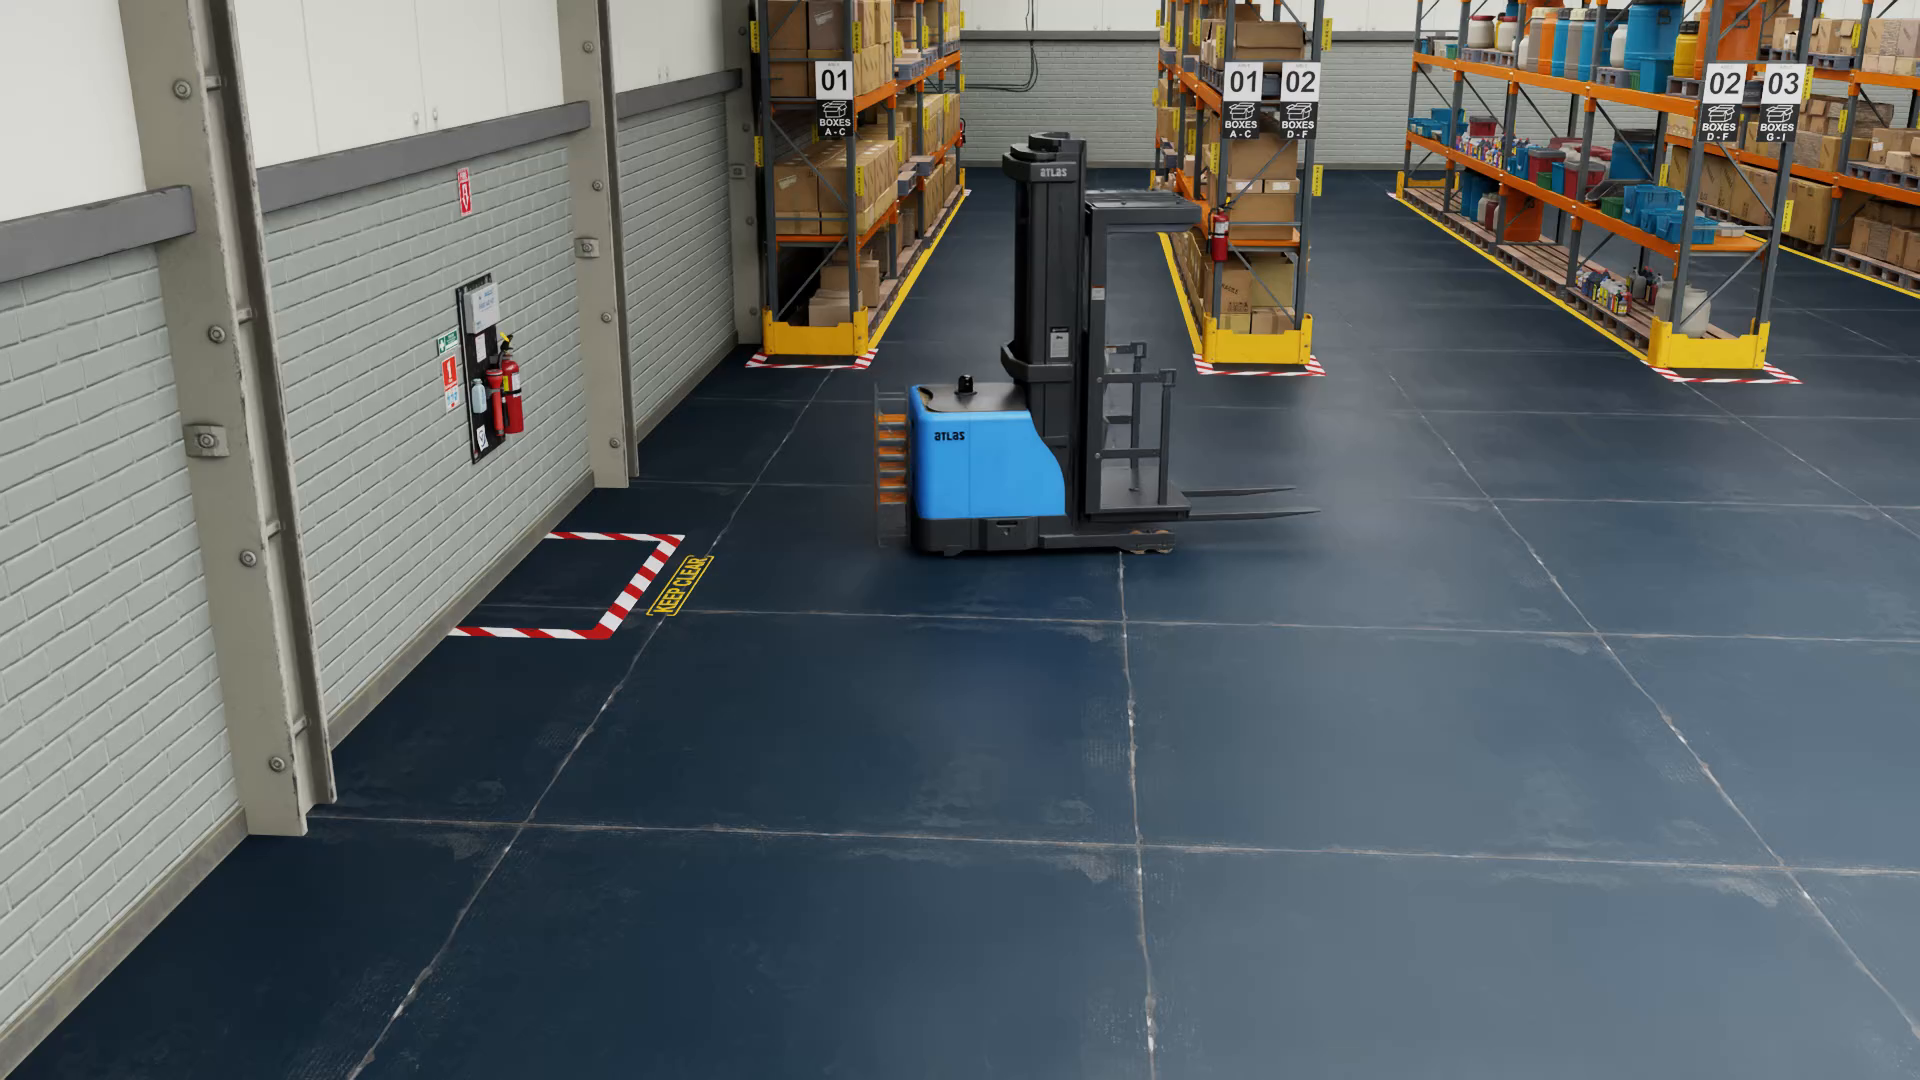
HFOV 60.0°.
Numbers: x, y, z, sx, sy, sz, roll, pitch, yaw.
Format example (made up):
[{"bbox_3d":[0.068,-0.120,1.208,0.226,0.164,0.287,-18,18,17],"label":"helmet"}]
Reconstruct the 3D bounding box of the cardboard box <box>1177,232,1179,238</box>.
[{"bbox_3d":[3.469,-4.604,24.498,0.500,0.311,0.500,1,18,2],"label":"cardboard box"}]

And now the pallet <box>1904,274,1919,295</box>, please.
[{"bbox_3d":[13.516,-3.375,22.384,1.003,0.211,1.213,1,18,4],"label":"pallet"}]

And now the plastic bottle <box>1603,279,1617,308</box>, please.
[{"bbox_3d":[7.992,-3.029,20.398,0.144,0.351,0.185,2,18,6],"label":"plastic bottle"}]

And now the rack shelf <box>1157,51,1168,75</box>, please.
[{"bbox_3d":[4.298,-8.870,31.013,1.077,0.370,4.000,1,18,4],"label":"rack shelf"}]

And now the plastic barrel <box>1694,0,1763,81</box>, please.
[{"bbox_3d":[8.142,-5.309,17.627,0.600,0.830,0.708,1,18,4],"label":"plastic barrel"}]

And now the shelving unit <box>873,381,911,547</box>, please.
[{"bbox_3d":[-0.496,-0.550,12.172,0.258,1.200,0.189,-2,18,-6],"label":"shelving unit"}]

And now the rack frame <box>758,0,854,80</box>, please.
[{"bbox_3d":[-1.647,-6.398,17.498,1.000,3.000,0.127,1,18,4],"label":"rack frame"}]

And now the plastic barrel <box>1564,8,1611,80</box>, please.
[{"bbox_3d":[8.388,-6.598,22.120,0.600,0.901,0.600,0,18,0],"label":"plastic barrel"}]

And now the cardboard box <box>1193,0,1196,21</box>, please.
[{"bbox_3d":[3.978,-8.323,26.423,0.500,0.500,0.500,1,18,4],"label":"cardboard box"}]

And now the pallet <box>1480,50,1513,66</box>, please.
[{"bbox_3d":[9.057,-7.791,26.869,1.003,0.211,1.213,1,18,4],"label":"pallet"}]

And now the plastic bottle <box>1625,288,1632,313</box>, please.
[{"bbox_3d":[8.080,-2.900,20.113,0.061,0.283,0.133,1,18,4],"label":"plastic bottle"}]

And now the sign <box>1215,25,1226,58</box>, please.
[{"bbox_3d":[2.754,-5.263,17.556,0.100,0.325,0.005,1,18,4],"label":"sign"}]

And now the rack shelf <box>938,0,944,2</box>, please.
[{"bbox_3d":[-0.930,-8.972,27.151,1.077,0.370,4.000,1,18,4],"label":"rack shelf"}]

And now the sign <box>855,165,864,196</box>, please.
[{"bbox_3d":[-1.106,-3.947,18.261,0.100,0.325,0.005,1,18,4],"label":"sign"}]

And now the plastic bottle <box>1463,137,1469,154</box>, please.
[{"bbox_3d":[8.619,-6.708,28.284,0.097,0.271,0.097,0,18,0],"label":"plastic bottle"}]

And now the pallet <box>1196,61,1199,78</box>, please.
[{"bbox_3d":[3.631,-6.289,22.289,0.805,0.209,1.217,1,18,2],"label":"pallet"}]

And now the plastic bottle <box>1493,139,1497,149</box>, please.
[{"bbox_3d":[9.263,-6.826,28.758,0.097,0.201,0.097,0,18,0],"label":"plastic bottle"}]

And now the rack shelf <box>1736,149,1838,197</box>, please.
[{"bbox_3d":[13.891,-5.980,27.010,1.077,0.370,4.000,1,18,4],"label":"rack shelf"}]

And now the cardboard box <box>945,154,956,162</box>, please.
[{"bbox_3d":[-0.278,-7.573,33.016,0.380,0.149,0.250,1,18,3],"label":"cardboard box"}]

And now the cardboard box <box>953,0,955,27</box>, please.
[{"bbox_3d":[-0.356,-9.924,31.275,0.500,0.500,0.500,0,18,1],"label":"cardboard box"}]

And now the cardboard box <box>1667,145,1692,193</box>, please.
[{"bbox_3d":[14.355,-7.174,32.239,0.875,0.875,0.875,1,18,4],"label":"cardboard box"}]

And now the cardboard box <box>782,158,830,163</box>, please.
[{"bbox_3d":[-1.780,-4.149,19.273,0.500,0.500,0.500,2,18,5],"label":"cardboard box"}]

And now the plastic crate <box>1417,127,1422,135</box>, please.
[{"bbox_3d":[8.881,-7.821,31.802,0.250,0.136,0.298,1,18,4],"label":"plastic crate"}]

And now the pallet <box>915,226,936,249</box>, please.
[{"bbox_3d":[-0.942,-4.950,27.191,1.003,0.211,1.213,1,18,4],"label":"pallet"}]

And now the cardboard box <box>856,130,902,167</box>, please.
[{"bbox_3d":[-1.227,-5.582,23.775,0.700,0.500,0.500,4,19,11],"label":"cardboard box"}]

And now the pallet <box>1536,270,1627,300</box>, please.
[{"bbox_3d":[8.539,-3.488,22.730,1.003,0.211,1.213,1,18,4],"label":"pallet"}]

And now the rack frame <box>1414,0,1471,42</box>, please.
[{"bbox_3d":[9.381,-11.146,31.989,1.000,3.000,0.127,1,18,4],"label":"rack frame"}]

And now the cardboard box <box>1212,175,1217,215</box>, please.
[{"bbox_3d":[3.484,-4.270,20.477,0.700,0.500,0.500,2,18,5],"label":"cardboard box"}]

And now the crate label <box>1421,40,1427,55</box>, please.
[{"bbox_3d":[8.993,-9.371,31.626,0.408,0.251,0.502,1,18,4],"label":"crate label"}]

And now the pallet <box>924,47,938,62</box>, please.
[{"bbox_3d":[-0.804,-8.323,28.497,0.805,0.209,1.217,1,18,2],"label":"pallet"}]

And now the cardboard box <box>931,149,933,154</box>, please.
[{"bbox_3d":[-0.664,-6.660,28.301,0.380,0.149,0.250,1,18,2],"label":"cardboard box"}]

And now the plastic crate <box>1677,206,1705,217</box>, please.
[{"bbox_3d":[8.657,-3.933,20.033,0.530,0.136,0.437,1,18,4],"label":"plastic crate"}]

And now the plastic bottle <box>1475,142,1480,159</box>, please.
[{"bbox_3d":[8.556,-6.432,27.441,0.097,0.271,0.097,0,18,0],"label":"plastic bottle"}]

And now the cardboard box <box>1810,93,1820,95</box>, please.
[{"bbox_3d":[13.997,-7.268,28.016,0.797,0.503,0.637,1,18,2],"label":"cardboard box"}]

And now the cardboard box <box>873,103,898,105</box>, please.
[{"bbox_3d":[-1.259,-6.894,26.771,0.500,0.250,0.500,1,18,2],"label":"cardboard box"}]

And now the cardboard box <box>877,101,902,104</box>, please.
[{"bbox_3d":[-1.219,-7.054,27.257,0.500,0.250,0.500,1,18,3],"label":"cardboard box"}]

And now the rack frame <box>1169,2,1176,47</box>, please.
[{"bbox_3d":[4.154,-10.016,28.538,1.000,3.000,0.127,1,18,4],"label":"rack frame"}]

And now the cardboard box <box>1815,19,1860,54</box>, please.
[{"bbox_3d":[13.694,-7.834,25.862,0.500,0.500,0.500,2,18,7],"label":"cardboard box"}]

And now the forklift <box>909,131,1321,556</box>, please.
[{"bbox_3d":[1.149,-1.452,12.146,3.031,2.935,1.130,-2,18,-6],"label":"forklift"}]

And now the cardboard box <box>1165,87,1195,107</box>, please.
[{"bbox_3d":[3.932,-7.851,29.798,0.500,0.500,0.500,1,18,4],"label":"cardboard box"}]

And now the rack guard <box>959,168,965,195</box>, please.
[{"bbox_3d":[-0.499,-7.336,34.010,1.175,0.500,0.348,1,18,4],"label":"rack guard"}]

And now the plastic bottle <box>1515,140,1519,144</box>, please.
[{"bbox_3d":[9.317,-6.553,27.803,0.152,0.276,0.135,1,18,4],"label":"plastic bottle"}]

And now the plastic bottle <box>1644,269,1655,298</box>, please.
[{"bbox_3d":[8.749,-3.253,21.081,0.144,0.351,0.185,0,18,1],"label":"plastic bottle"}]

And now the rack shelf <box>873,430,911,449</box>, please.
[{"bbox_3d":[-0.496,-0.735,12.111,0.258,0.103,0.180,-2,18,-6],"label":"rack shelf"}]

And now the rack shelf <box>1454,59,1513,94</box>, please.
[{"bbox_3d":[8.951,-7.516,26.881,1.077,0.370,4.000,1,18,4],"label":"rack shelf"}]

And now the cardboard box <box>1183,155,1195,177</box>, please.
[{"bbox_3d":[3.610,-5.607,24.860,0.500,0.311,0.500,1,18,3],"label":"cardboard box"}]

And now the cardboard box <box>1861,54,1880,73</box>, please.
[{"bbox_3d":[13.460,-6.914,24.131,0.500,0.250,0.500,2,18,5],"label":"cardboard box"}]

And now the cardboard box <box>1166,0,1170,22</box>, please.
[{"bbox_3d":[4.300,-10.042,31.669,0.700,0.500,0.500,1,18,4],"label":"cardboard box"}]

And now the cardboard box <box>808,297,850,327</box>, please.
[{"bbox_3d":[-1.508,-2.692,19.432,0.500,0.311,0.500,-1,18,-2],"label":"cardboard box"}]

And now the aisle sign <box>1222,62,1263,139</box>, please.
[{"bbox_3d":[2.996,-4.660,17.651,0.394,0.787,0.004,1,18,4],"label":"aisle sign"}]

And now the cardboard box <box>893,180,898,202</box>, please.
[{"bbox_3d":[-1.092,-4.574,21.774,0.500,0.250,0.500,1,18,4],"label":"cardboard box"}]

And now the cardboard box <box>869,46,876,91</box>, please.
[{"bbox_3d":[-1.267,-5.456,19.245,0.500,0.500,0.500,2,18,6],"label":"cardboard box"}]

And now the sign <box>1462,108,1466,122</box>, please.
[{"bbox_3d":[9.931,-8.366,32.875,0.100,0.325,0.005,1,18,4],"label":"sign"}]

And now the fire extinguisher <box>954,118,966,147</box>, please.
[{"bbox_3d":[-0.029,-8.339,33.779,0.296,0.674,0.183,1,18,4],"label":"fire extinguisher"}]

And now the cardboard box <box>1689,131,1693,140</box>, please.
[{"bbox_3d":[13.877,-7.563,31.092,0.380,0.149,0.250,1,18,3],"label":"cardboard box"}]
